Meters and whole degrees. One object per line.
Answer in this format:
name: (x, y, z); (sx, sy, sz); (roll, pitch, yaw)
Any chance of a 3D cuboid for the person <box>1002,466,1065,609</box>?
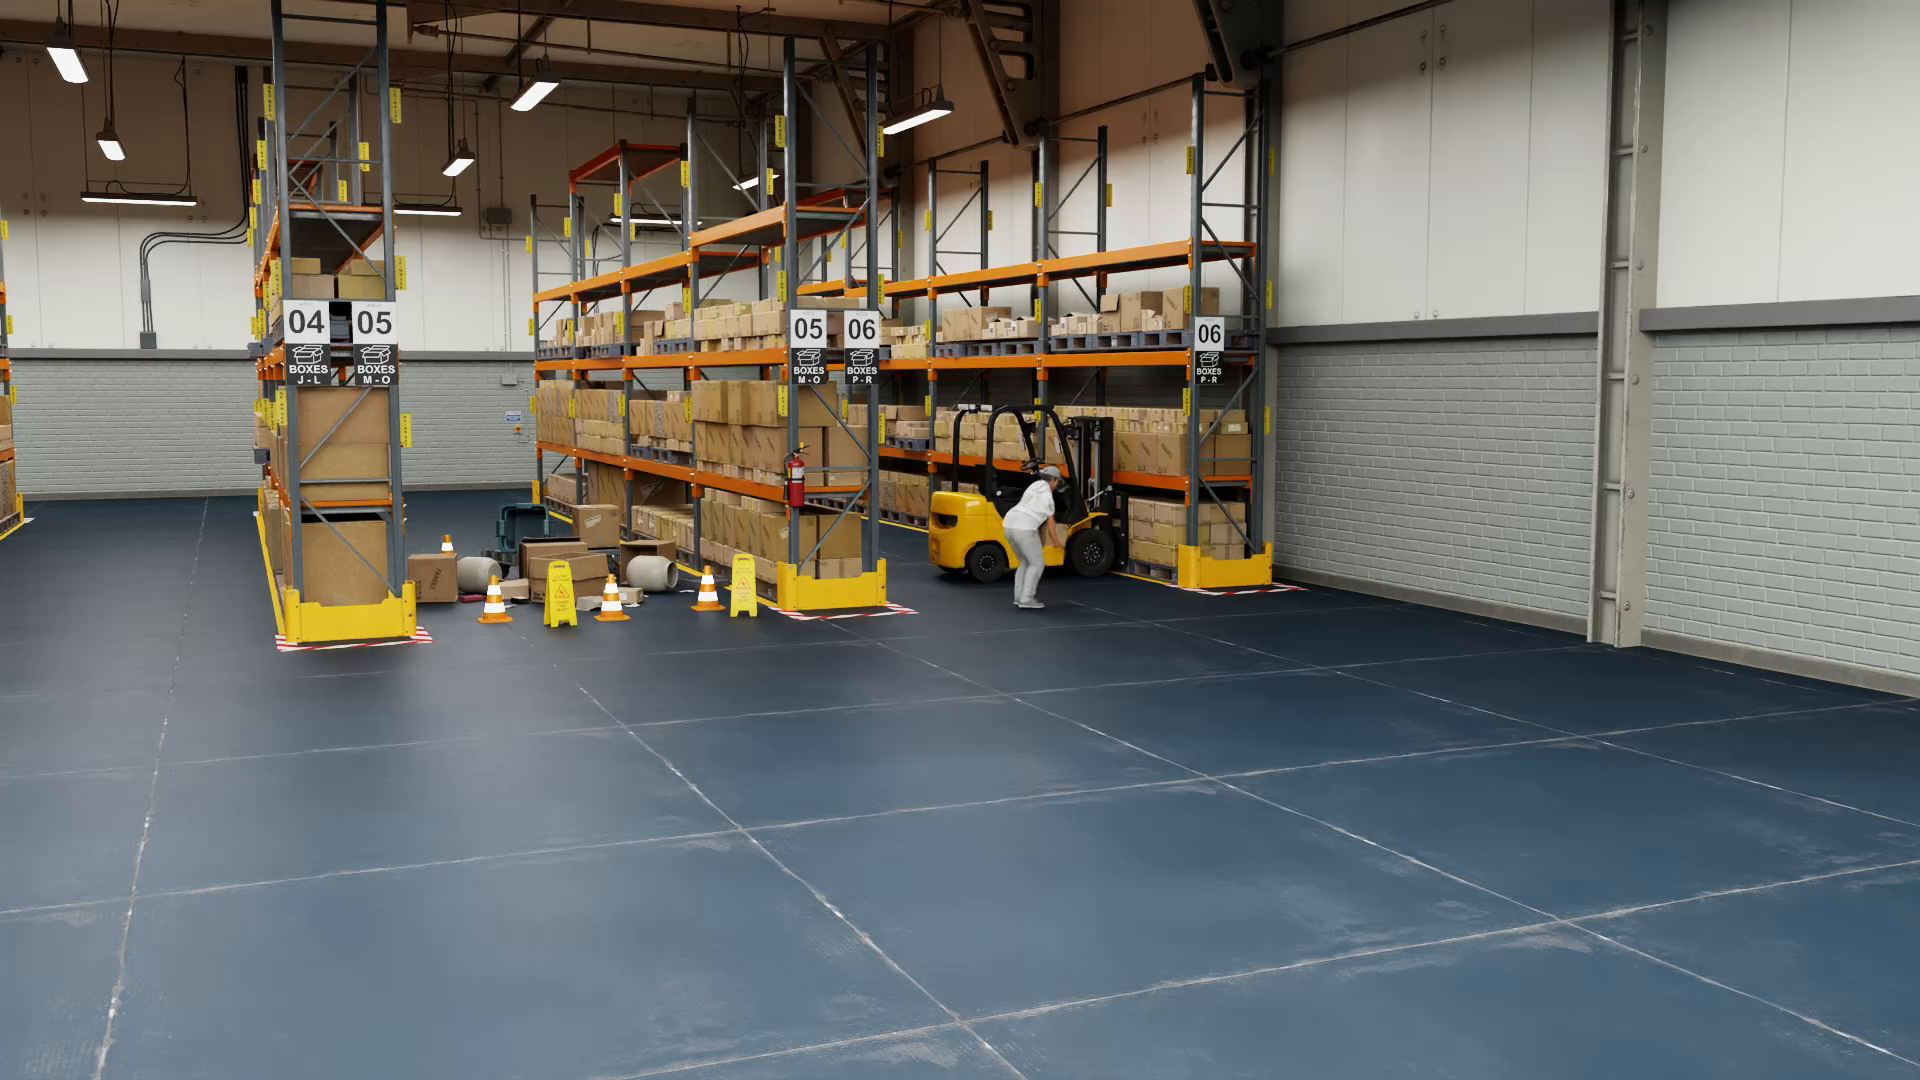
person: (0.824, -0.038, 18.110); (0.730, 1.536, 0.455); (-3, 6, -25)
